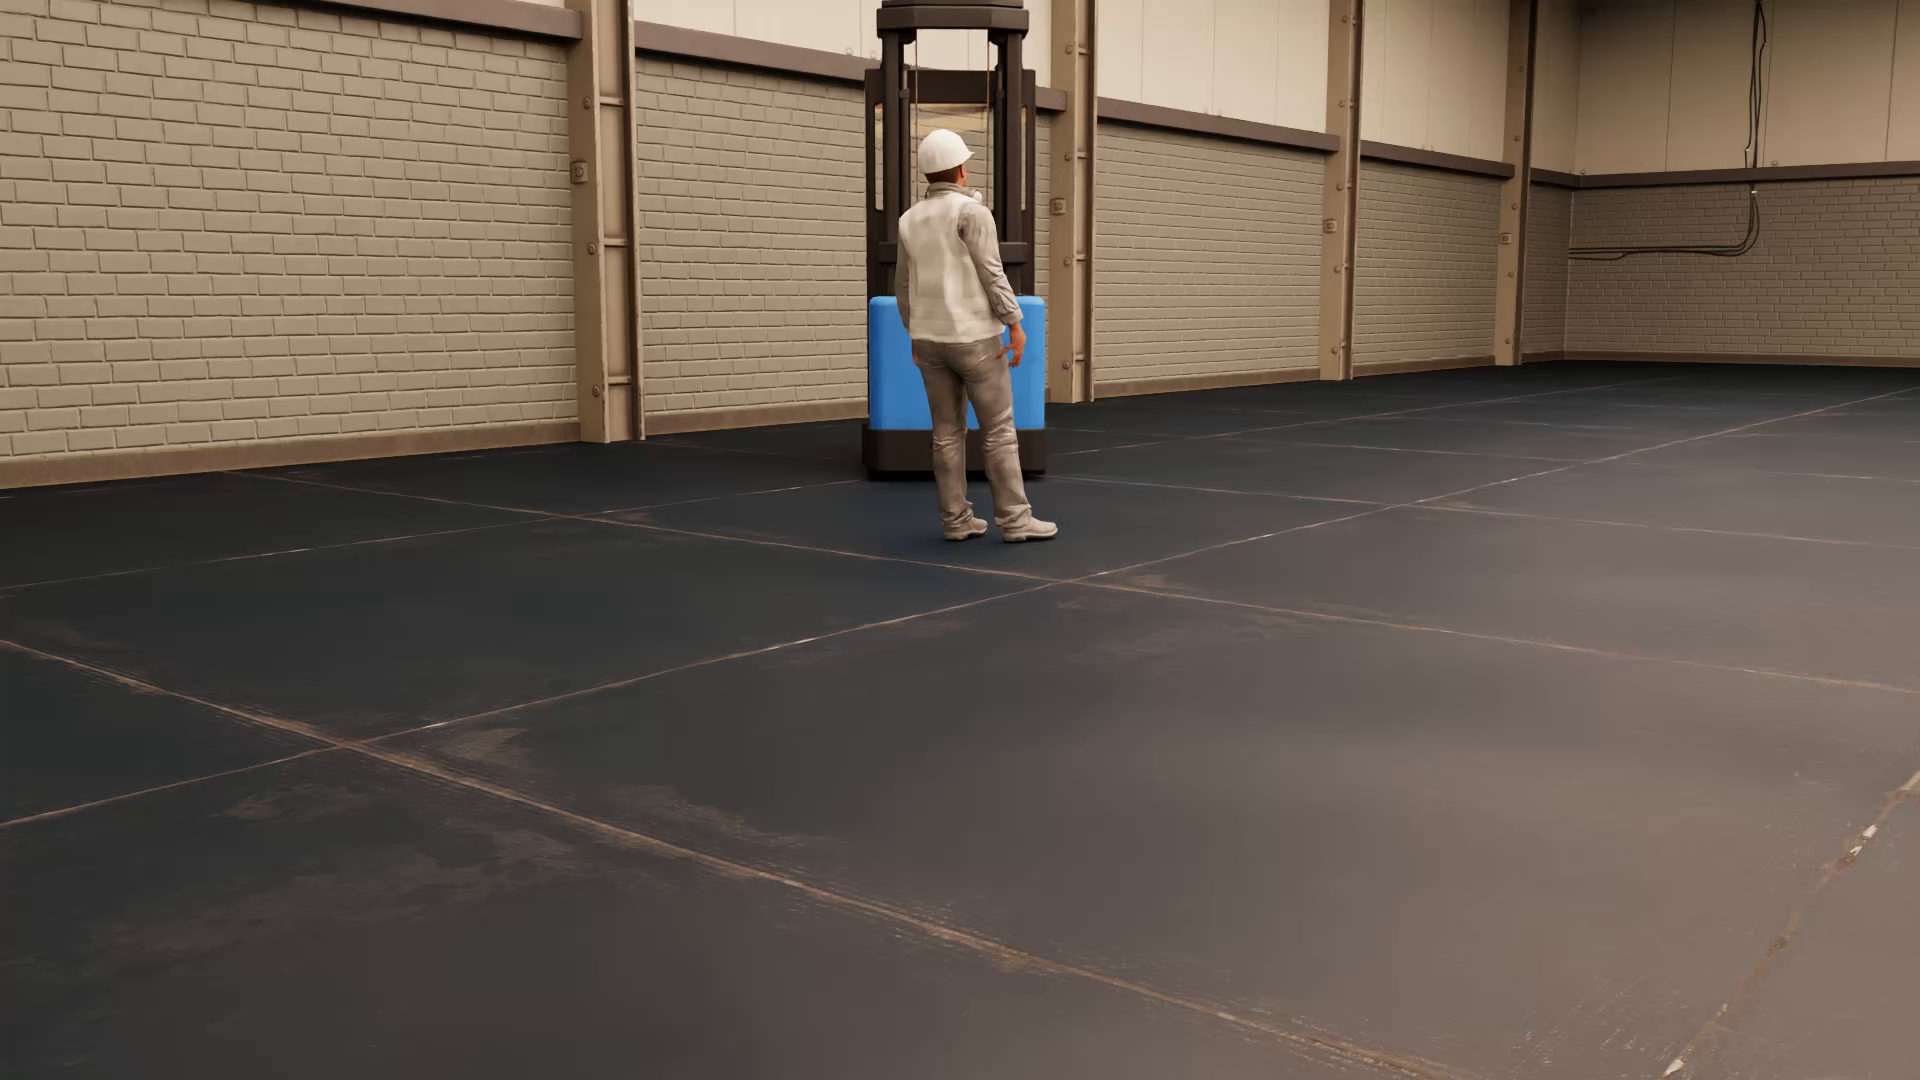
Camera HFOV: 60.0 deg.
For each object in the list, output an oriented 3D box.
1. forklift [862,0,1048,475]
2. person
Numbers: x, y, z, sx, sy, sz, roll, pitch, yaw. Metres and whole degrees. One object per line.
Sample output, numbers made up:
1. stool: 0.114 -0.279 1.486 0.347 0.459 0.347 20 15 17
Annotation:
1. forklift: -0.071 -1.999 10.941 1.130 2.935 3.031 0 8 -2
2. person: 0.045 -0.892 7.319 0.634 1.775 0.566 7 11 38
